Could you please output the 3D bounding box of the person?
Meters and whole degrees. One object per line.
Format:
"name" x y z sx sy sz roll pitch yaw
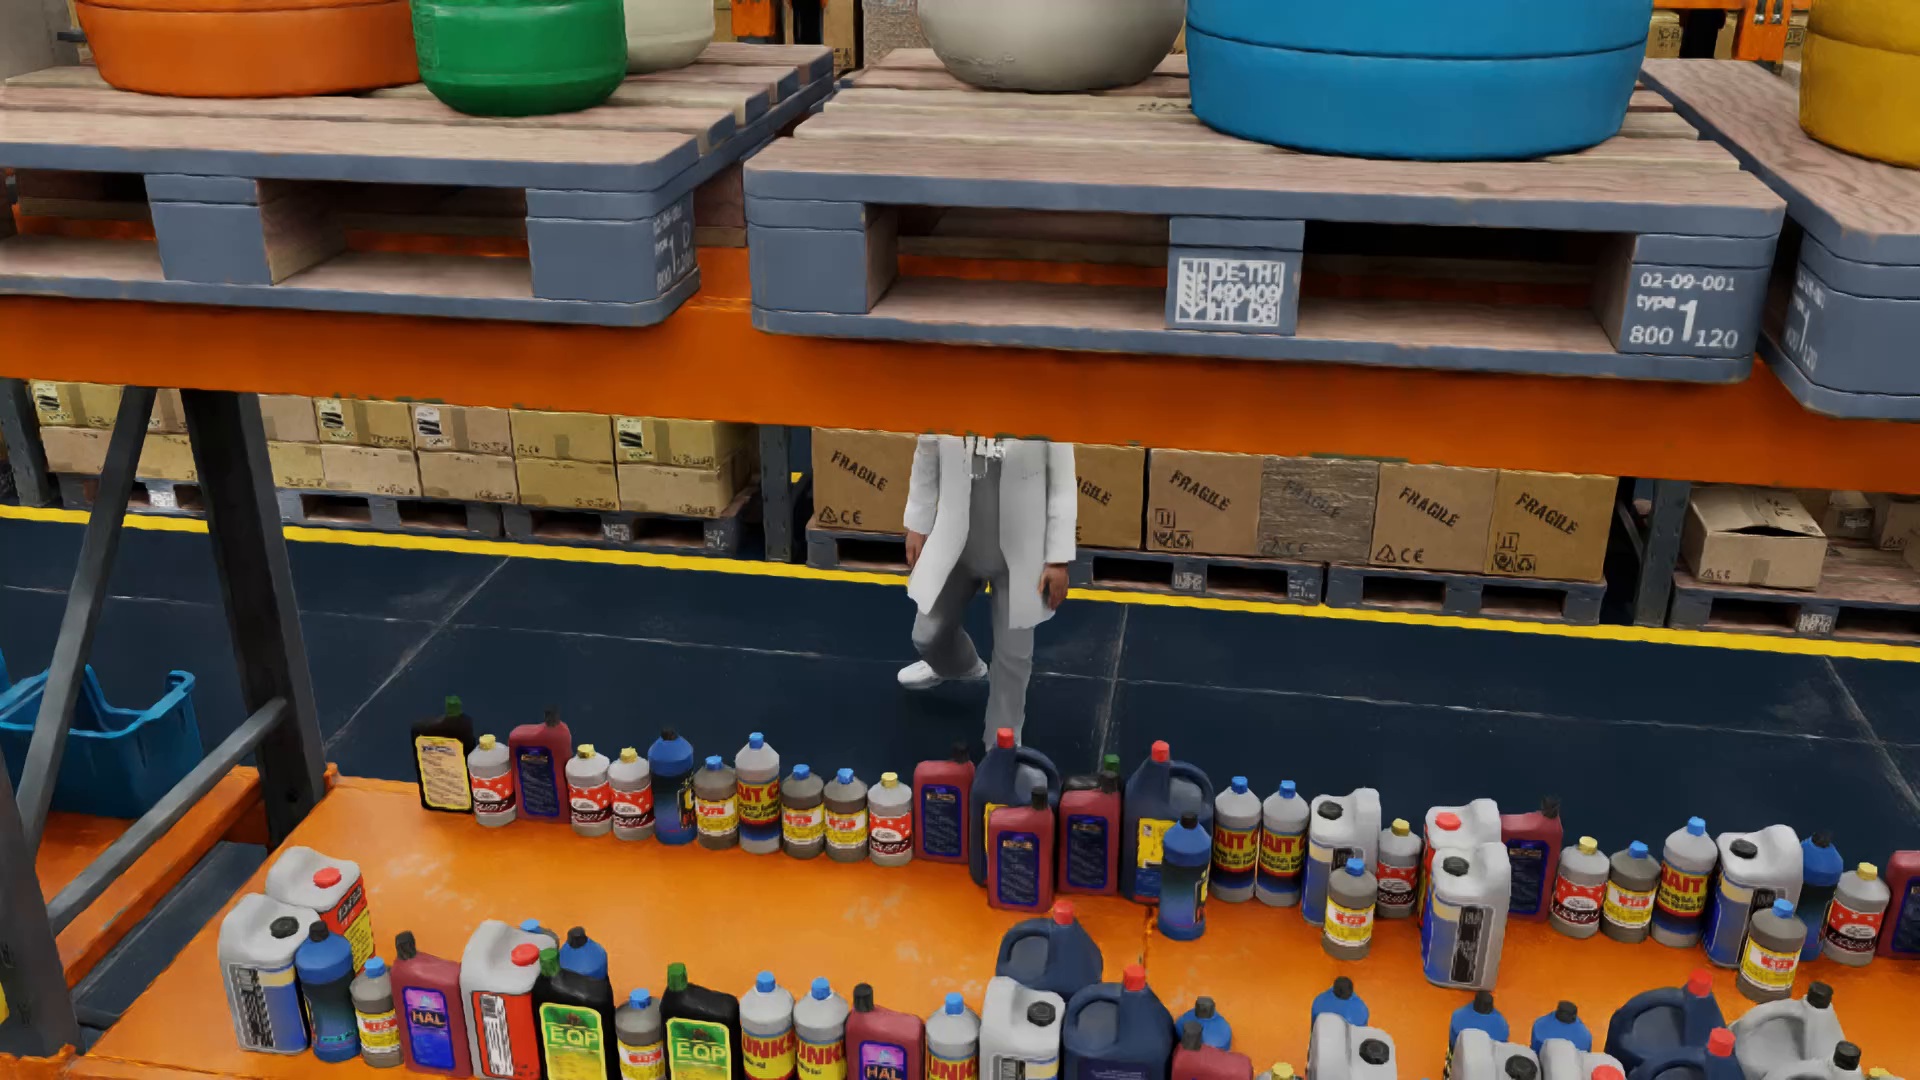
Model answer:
"person" 0.060 0.008 6.105 0.787 1.775 0.666 6 25 13
